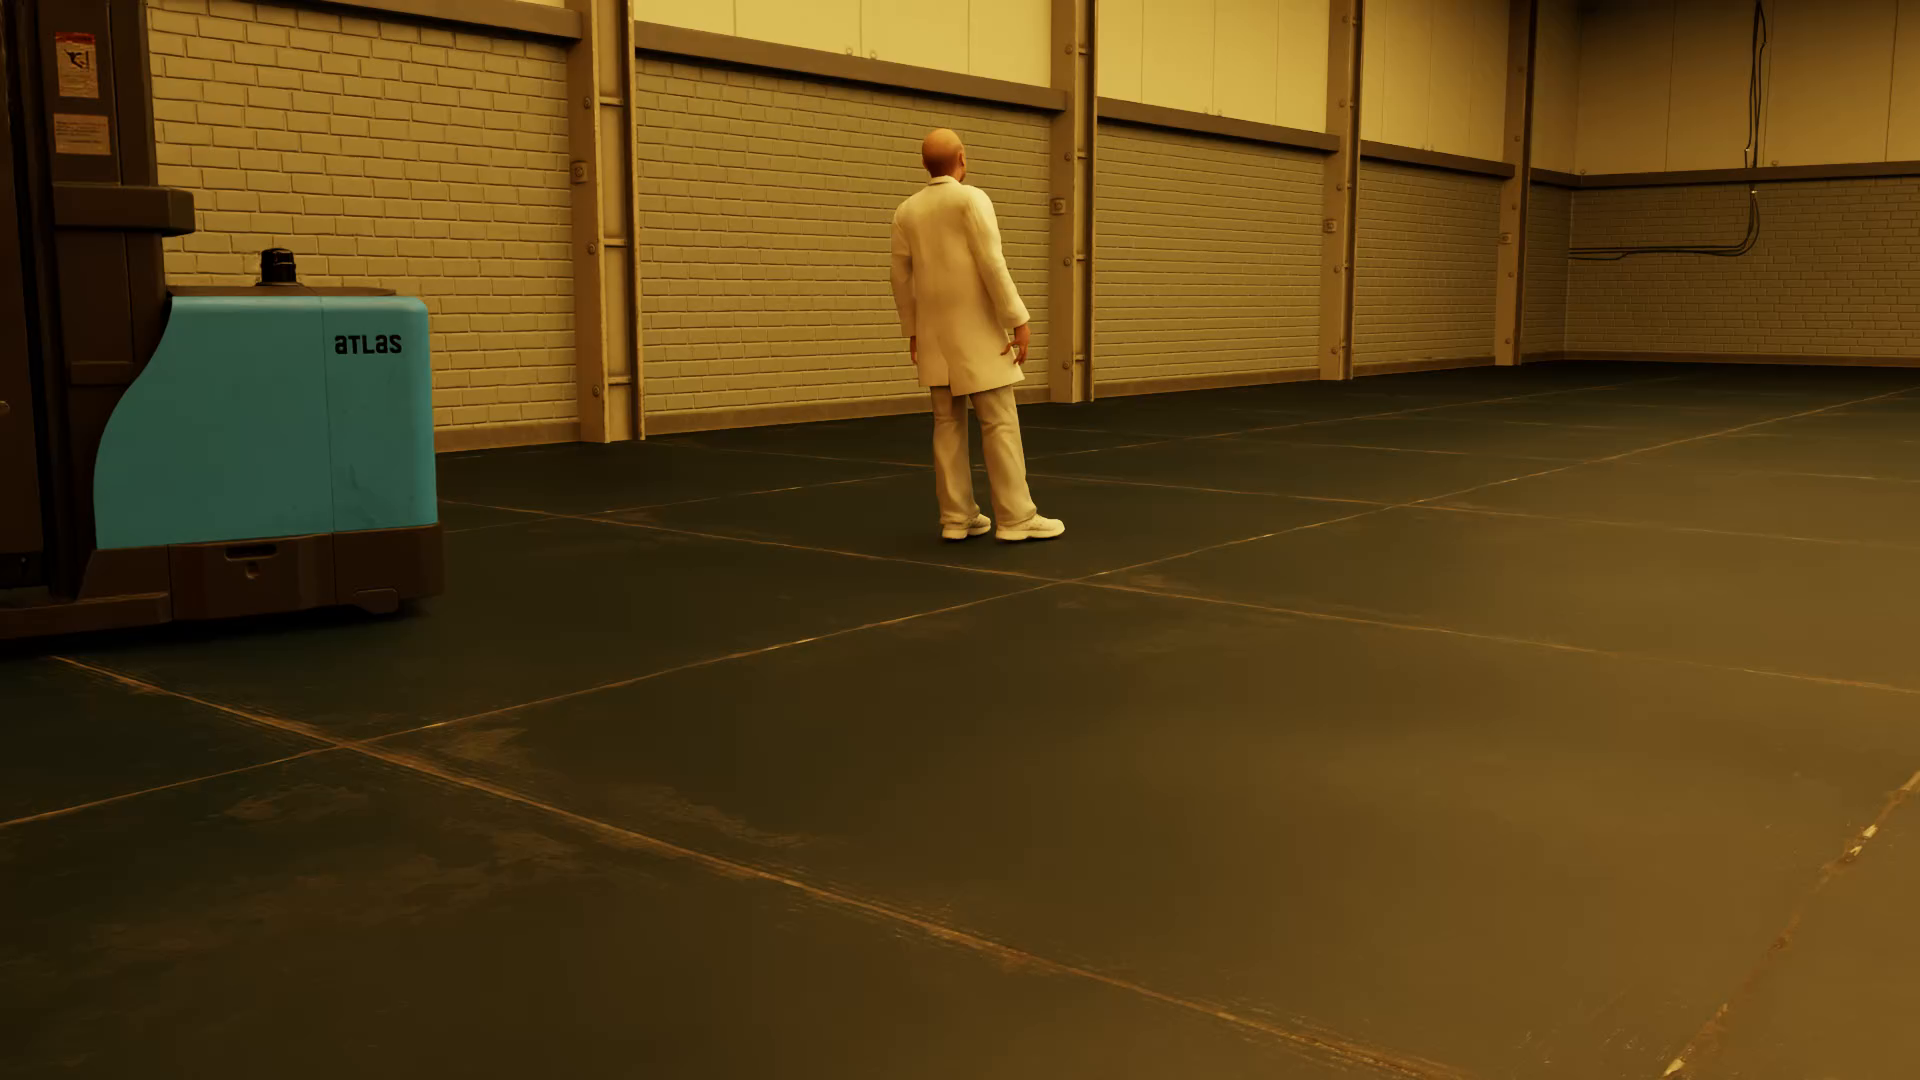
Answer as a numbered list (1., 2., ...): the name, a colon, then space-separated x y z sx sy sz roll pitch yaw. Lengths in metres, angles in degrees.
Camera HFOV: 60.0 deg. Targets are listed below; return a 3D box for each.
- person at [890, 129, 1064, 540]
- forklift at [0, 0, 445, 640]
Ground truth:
1. person: 0.061 -0.897 7.342 0.696 1.776 0.581 7 11 38
2. forklift: -3.278 -1.139 5.064 3.031 2.935 1.130 -5 10 -32
